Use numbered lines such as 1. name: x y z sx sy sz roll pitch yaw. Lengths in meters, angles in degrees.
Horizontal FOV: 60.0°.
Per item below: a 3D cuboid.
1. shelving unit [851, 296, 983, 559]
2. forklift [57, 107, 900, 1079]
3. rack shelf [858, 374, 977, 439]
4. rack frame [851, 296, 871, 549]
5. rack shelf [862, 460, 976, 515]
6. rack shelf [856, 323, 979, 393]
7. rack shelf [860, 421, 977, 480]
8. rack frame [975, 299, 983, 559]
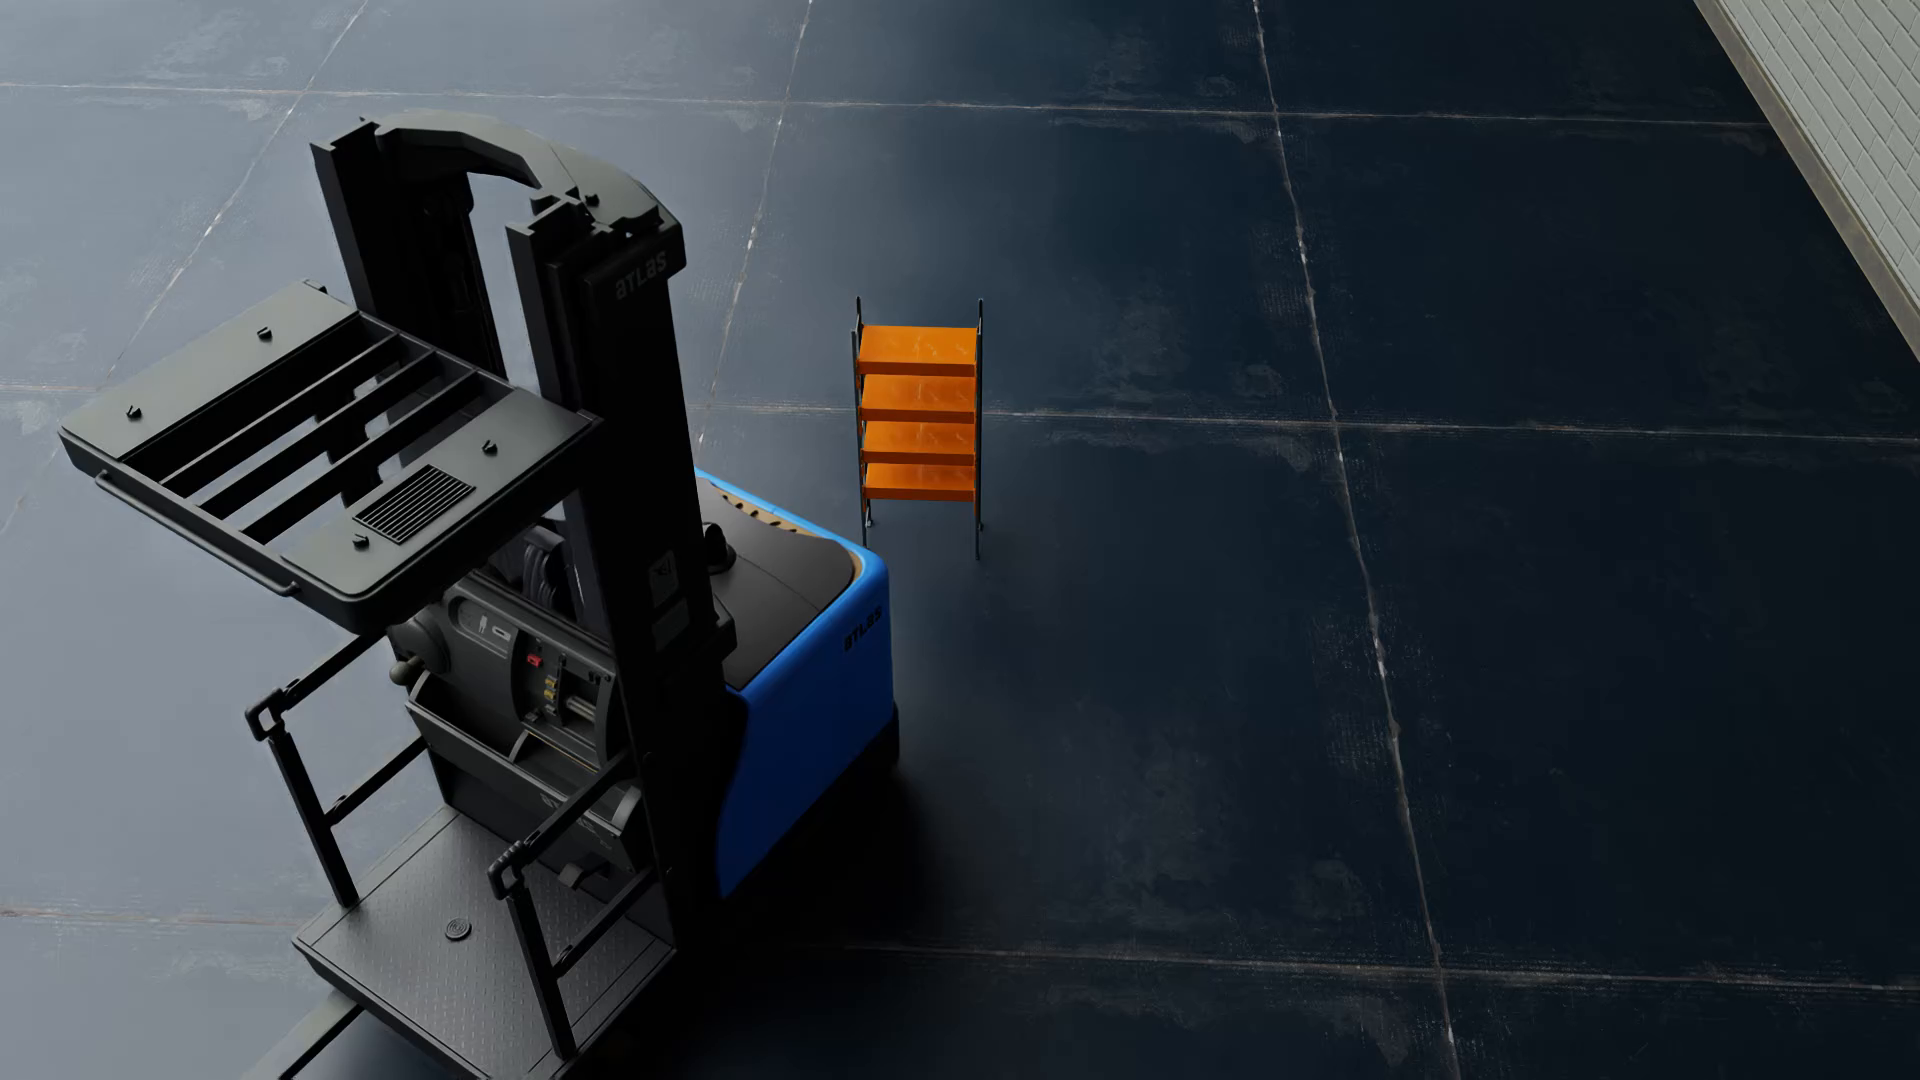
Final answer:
1. shelving unit: -0.165 -0.444 6.932 0.503 1.200 0.258 2 43 2
2. forklift: -1.473 0.427 4.727 1.130 2.935 3.031 25 48 24
3. rack shelf: -0.165 -0.559 6.825 0.480 0.148 0.258 2 43 2
4. rack frame: -0.409 -0.452 6.940 0.015 1.200 0.240 2 43 2
5. rack shelf: -0.165 -0.250 7.113 0.480 0.148 0.258 2 43 2
6. rack shelf: -0.165 -0.732 6.664 0.480 0.148 0.258 2 43 2
7. rack shelf: -0.165 -0.395 6.978 0.480 0.148 0.258 2 43 2
8. rack frame: 0.078 -0.437 6.924 0.015 1.200 0.240 2 43 2
